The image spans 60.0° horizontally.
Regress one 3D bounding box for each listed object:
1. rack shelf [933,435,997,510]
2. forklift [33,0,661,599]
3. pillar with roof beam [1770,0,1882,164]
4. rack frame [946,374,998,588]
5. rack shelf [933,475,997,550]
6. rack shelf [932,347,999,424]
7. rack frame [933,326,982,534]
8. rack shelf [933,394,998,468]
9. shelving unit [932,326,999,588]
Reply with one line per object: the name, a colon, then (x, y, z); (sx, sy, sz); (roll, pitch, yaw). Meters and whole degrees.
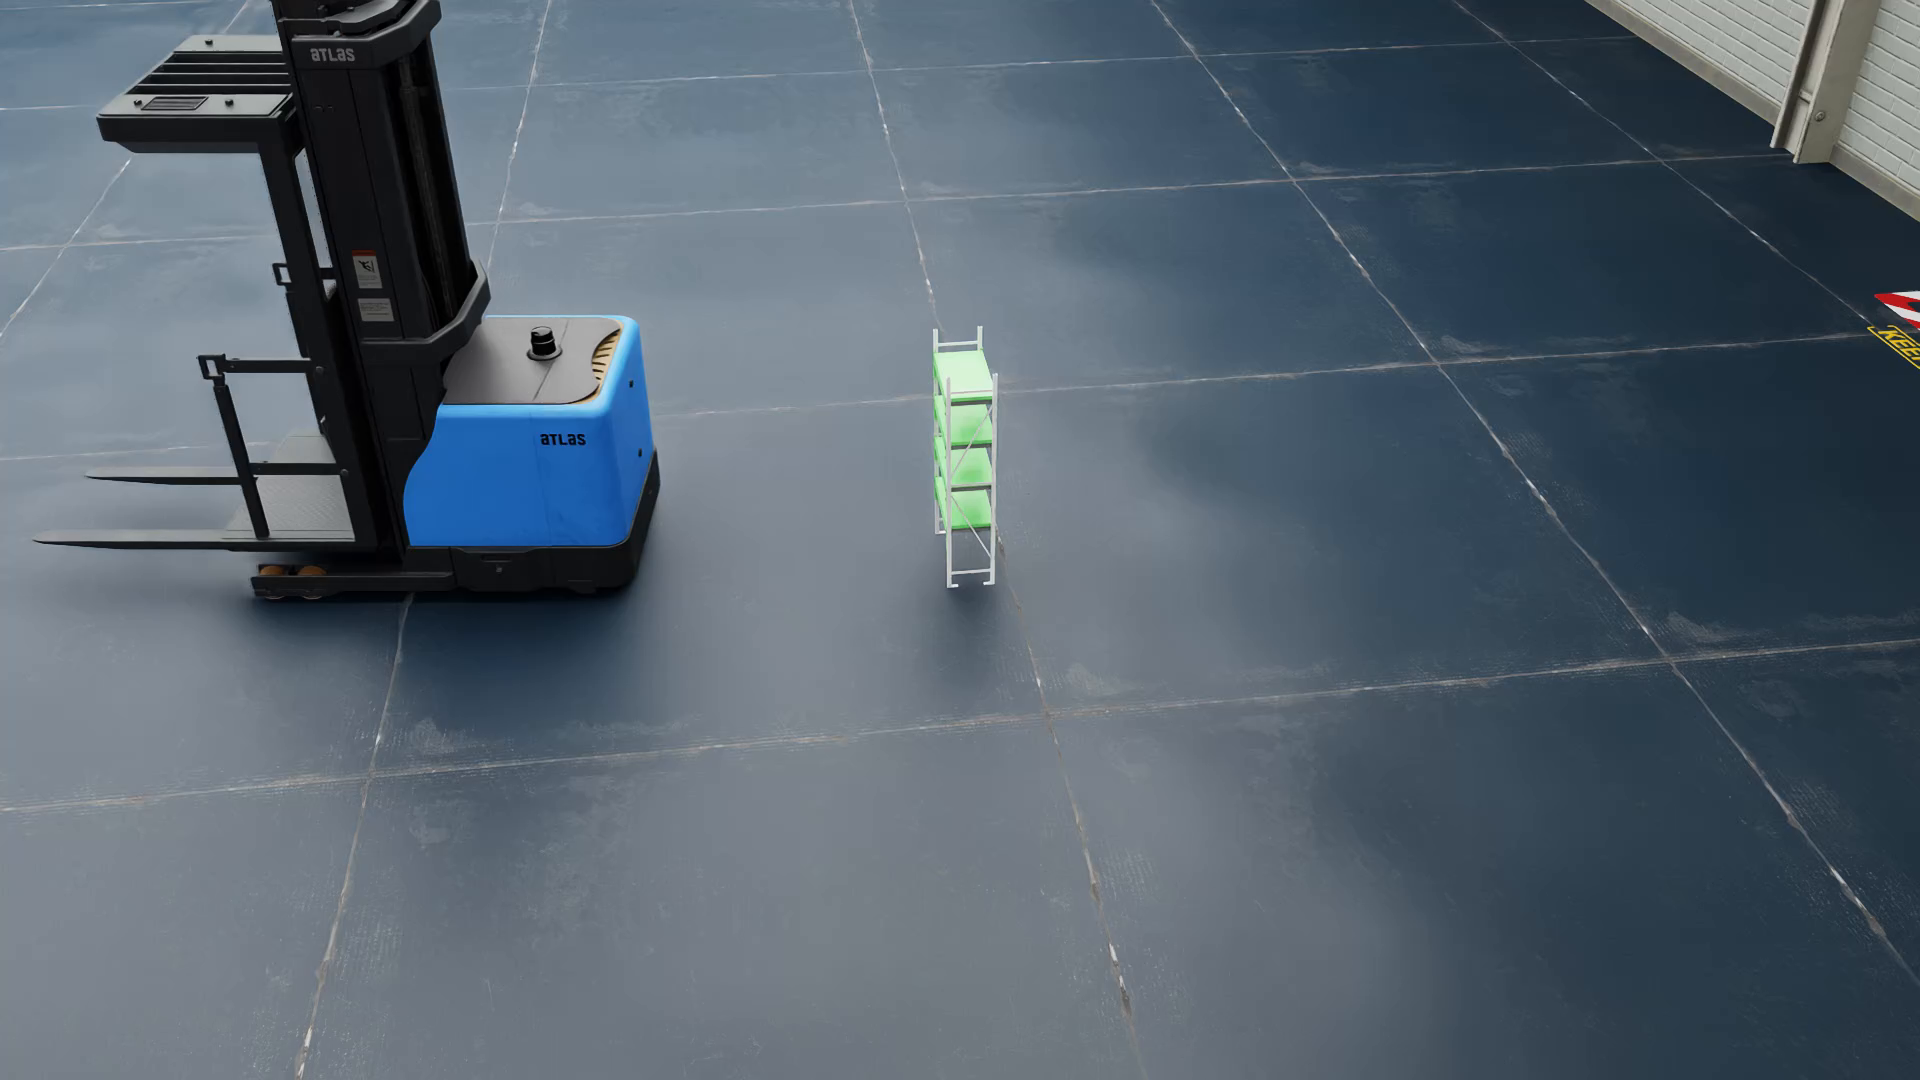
rack shelf: (0.022, -0.351, 8.313); (0.258, 0.148, 0.480); (-4, 35, -6)
forklift: (-3.147, -1.213, 7.927); (3.031, 2.935, 1.130); (0, 34, 0)
pillar with roof beam: (2.449, -6.480, 10.268); (9.100, 9.000, 0.400); (-4, 35, -6)
rack frame: (0.055, -0.267, 8.077); (0.240, 1.200, 0.015); (-4, 35, -6)
rack shelf: (0.022, -0.152, 8.448); (0.258, 0.148, 0.480); (-4, 35, -6)
rack shelf: (0.022, -0.747, 8.042); (0.258, 0.148, 0.480); (-4, 35, -6)
rack frame: (-0.011, -0.540, 8.476); (0.240, 1.200, 0.015); (-4, 35, -6)
rack shelf: (0.022, -0.549, 8.177); (0.258, 0.148, 0.480); (-4, 35, -6)
shelving unit: (0.022, -0.403, 8.277); (0.258, 1.200, 0.503); (-4, 35, -6)
